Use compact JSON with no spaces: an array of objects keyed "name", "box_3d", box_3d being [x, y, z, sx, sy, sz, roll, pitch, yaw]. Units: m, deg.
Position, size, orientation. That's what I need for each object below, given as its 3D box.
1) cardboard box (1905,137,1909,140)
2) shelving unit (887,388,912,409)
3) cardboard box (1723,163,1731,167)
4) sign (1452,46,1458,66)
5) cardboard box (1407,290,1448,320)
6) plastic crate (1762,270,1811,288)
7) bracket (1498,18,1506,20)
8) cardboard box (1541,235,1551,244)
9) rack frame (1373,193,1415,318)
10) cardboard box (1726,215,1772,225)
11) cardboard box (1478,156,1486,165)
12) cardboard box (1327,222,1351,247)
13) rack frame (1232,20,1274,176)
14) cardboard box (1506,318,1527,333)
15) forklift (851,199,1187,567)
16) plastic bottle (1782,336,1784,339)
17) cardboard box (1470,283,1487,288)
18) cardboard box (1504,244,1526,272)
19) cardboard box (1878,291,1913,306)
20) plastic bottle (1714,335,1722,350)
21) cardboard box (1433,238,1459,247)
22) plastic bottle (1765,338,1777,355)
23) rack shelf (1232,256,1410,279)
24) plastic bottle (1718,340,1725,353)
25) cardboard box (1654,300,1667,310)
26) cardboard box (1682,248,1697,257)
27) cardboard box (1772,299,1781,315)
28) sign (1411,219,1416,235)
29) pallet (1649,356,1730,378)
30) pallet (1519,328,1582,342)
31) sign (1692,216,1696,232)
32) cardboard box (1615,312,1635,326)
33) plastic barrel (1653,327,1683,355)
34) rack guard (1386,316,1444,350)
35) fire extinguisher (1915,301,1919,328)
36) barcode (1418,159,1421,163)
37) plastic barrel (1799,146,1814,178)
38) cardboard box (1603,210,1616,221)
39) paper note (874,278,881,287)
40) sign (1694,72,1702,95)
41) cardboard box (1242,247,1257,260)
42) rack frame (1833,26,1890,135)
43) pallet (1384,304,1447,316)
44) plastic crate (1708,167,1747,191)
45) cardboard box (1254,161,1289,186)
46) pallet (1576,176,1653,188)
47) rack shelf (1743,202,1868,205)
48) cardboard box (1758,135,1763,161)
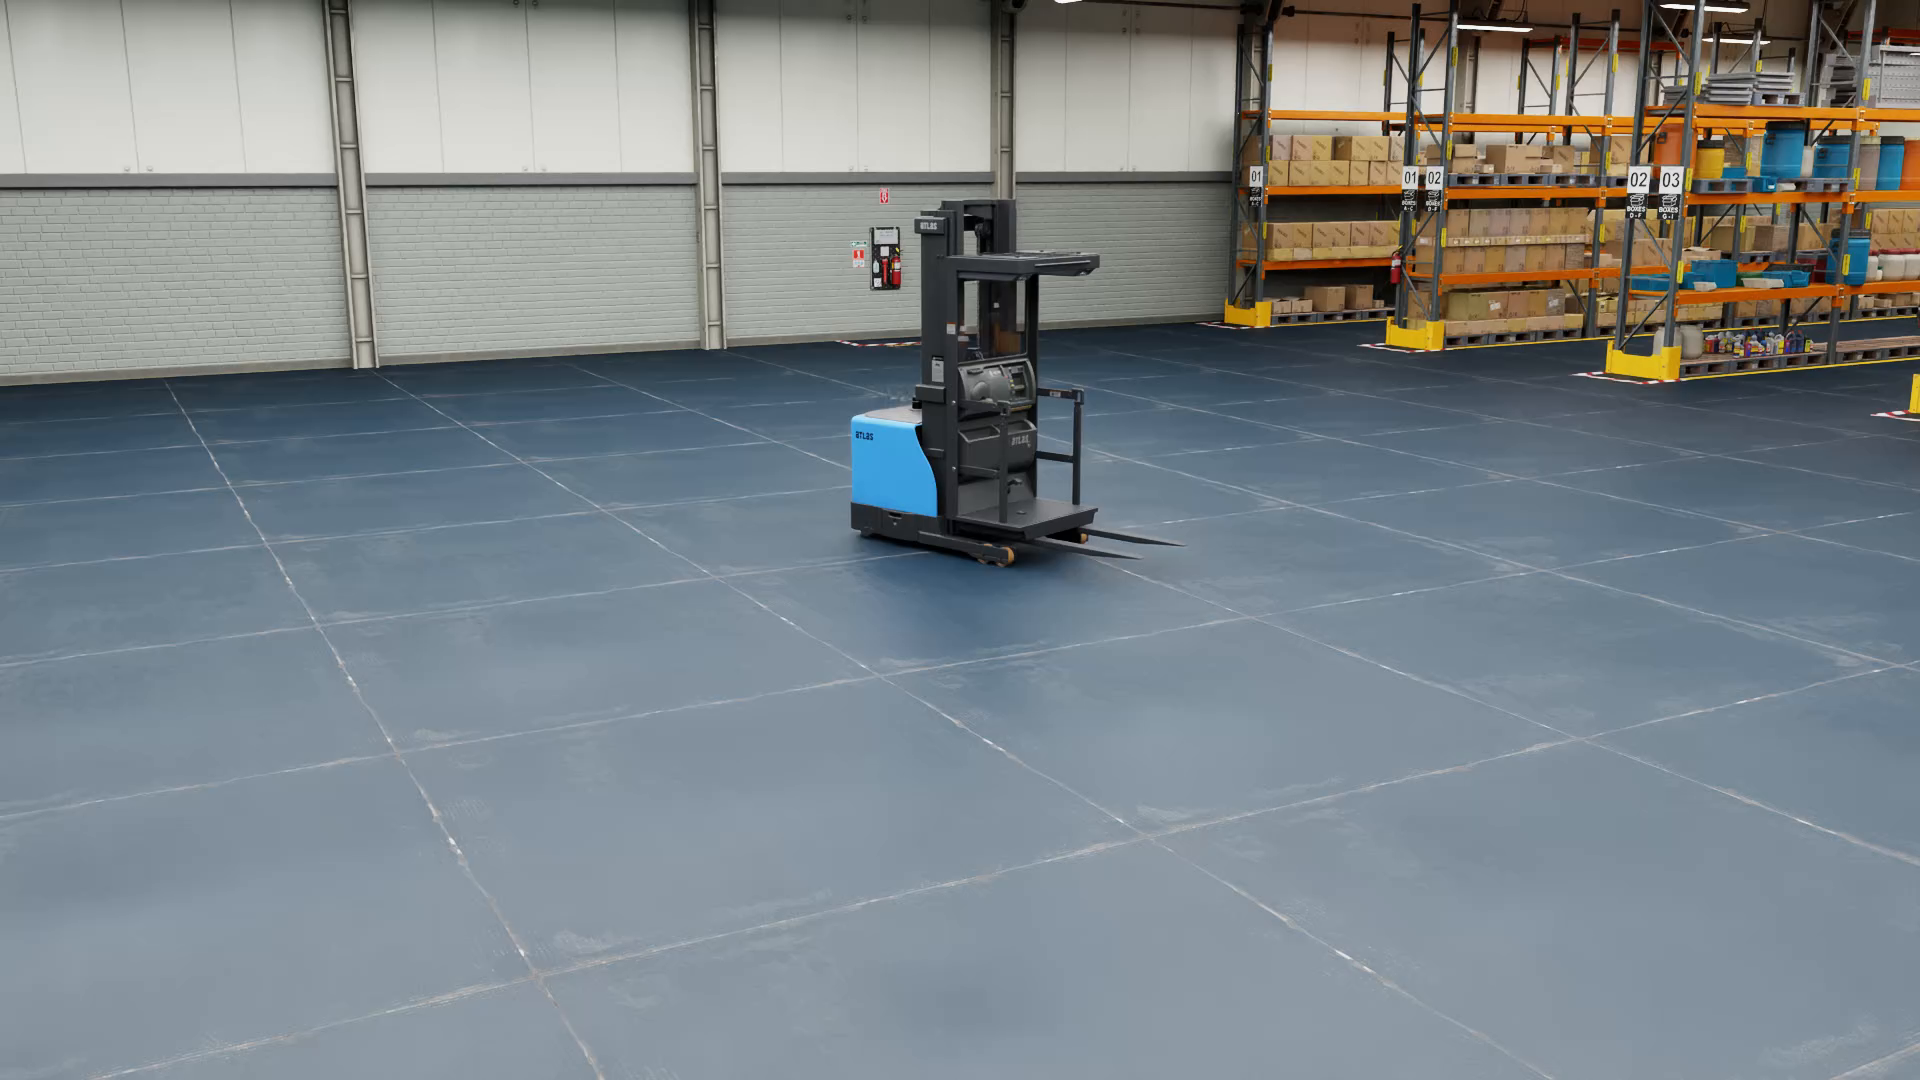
[{"name":"cardboard box","box_3d":[19.718,-8.327,35.443,0.500,0.500,0.700,-7,14,-28]},{"name":"shelving unit","box_3d":[-0.515,-0.798,15.422,0.258,1.200,0.189,-9,15,-34]},{"name":"cardboard box","box_3d":[14.920,-7.359,33.031,0.500,0.250,0.500,-8,15,-32]},{"name":"sign","box_3d":[8.530,-8.333,28.654,0.005,0.325,0.100,-7,14,-28]},{"name":"cardboard box","box_3d":[8.598,-4.324,30.590,0.500,0.500,0.500,-7,14,-28]},{"name":"plastic crate","box_3d":[13.309,-4.206,26.804,0.616,0.251,0.499,-7,14,-28]},{"name":"bracket","box_3d":[11.894,-11.465,36.860,0.430,0.232,0.235,-7,14,-28]},{"name":"cardboard box","box_3d":[10.751,-5.591,30.914,0.250,0.149,0.380,-7,14,-28]},{"name":"rack frame","box_3d":[9.404,-6.356,36.021,0.127,3.000,1.000,-7,14,-28]},{"name":"cardboard box","box_3d":[19.494,-7.709,41.350,0.700,0.700,0.980,-6,14,-25]},{"name":"cardboard box","box_3d":[9.642,-6.905,30.554,0.500,0.311,0.500,-5,14,-21]},{"name":"cardboard box","box_3d":[7.798,-6.390,34.759,0.500,0.500,0.500,-6,14,-26]},{"name":"rack frame","box_3d":[5.893,-8.862,33.492,0.127,3.000,1.000,-7,14,-28]},{"name":"cardboard box","box_3d":[10.164,-4.016,30.927,0.500,0.250,0.500,-7,14,-28]},{"name":"forklift","box_3d":[0.476,-1.339,13.886,3.031,2.935,1.130,11,17,40]},{"name":"plastic bottle","box_3d":[13.462,-3.215,27.266,0.135,0.276,0.152,-7,14,-28]},{"name":"cardboard box","box_3d":[11.377,-5.597,37.338,0.500,0.500,0.700,-7,14,-28]},{"name":"cardboard box","box_3d":[10.043,-5.240,30.833,0.500,0.500,0.700,-6,14,-26]},{"name":"cardboard box","box_3d":[20.449,-5.439,36.629,0.637,0.503,0.797,-7,14,-28]},{"name":"plastic bottle","box_3d":[12.398,-3.226,27.311,0.135,0.276,0.152,-7,15,-29]},{"name":"cardboard box","box_3d":[8.717,-5.346,29.828,0.250,0.149,0.380,-7,14,-28]},{"name":"plastic bottle","box_3d":[13.127,-3.139,26.927,0.135,0.276,0.152,-7,14,-27]},{"name":"rack shelf","box_3d":[7.648,-5.795,35.165,4.000,0.370,1.077,-7,14,-28]},{"name":"plastic bottle","box_3d":[12.474,-3.167,27.221,0.097,0.201,0.097,0,13,0]},{"name":"cardboard box","box_3d":[13.611,-4.696,32.674,0.500,0.311,0.500,-6,14,-26]},{"name":"cardboard box","box_3d":[14.414,-5.723,33.408,0.500,0.311,0.500,-7,14,-29]},{"name":"cardboard box","box_3d":[16.728,-4.919,34.324,0.500,0.500,0.500,-7,14,-29]},{"name":"sign","box_3d":[9.671,-6.675,35.465,0.005,0.325,0.100,-7,14,-28]},{"name":"pallet","box_3d":[11.400,-2.767,26.425,1.213,0.211,1.003,-7,14,-28]},{"name":"pallet","box_3d":[11.063,-3.966,31.751,1.213,0.211,1.003,-7,14,-28]},{"name":"sign","box_3d":[15.023,-6.453,33.992,0.005,0.325,0.100,-7,14,-28]},{"name":"cardboard box","box_3d":[12.703,-4.314,32.251,0.500,0.250,0.500,-6,14,-26]},{"name":"plastic barrel","box_3d":[11.181,-3.101,26.268,0.421,0.512,0.421,0,13,0]},{"name":"rack guard","box_3d":[8.249,-3.759,30.174,0.348,0.500,1.175,-7,14,-28]},{"name":"fire extinguisher","box_3d":[12.692,-3.111,21.776,0.183,0.674,0.296,-7,14,-28]},{"name":"barcode","box_3d":[8.303,-6.852,30.072,0.075,0.075,0.001,-7,14,-28]},{"name":"plastic barrel","box_3d":[13.679,-6.162,27.116,0.421,0.512,0.421,0,13,0]},{"name":"cardboard box","box_3d":[14.790,-7.510,38.487,0.500,0.250,0.500,-7,15,-29]},{"name":"paper note","box_3d":[-1.549,-4.857,31.365,0.142,0.148,0.016,-7,14,-28]},{"name":"sign","box_3d":[10.900,-6.745,24.559,0.005,0.325,0.100,-7,14,-28]},{"name":"cardboard box","box_3d":[6.210,-5.959,34.550,0.500,0.250,0.500,-7,14,-27]},{"name":"rack frame","box_3d":[18.803,-9.170,34.862,0.127,3.000,1.000,-7,14,-28]},{"name":"pallet","box_3d":[10.086,-5.078,36.692,1.213,0.211,1.003,-7,14,-28]},{"name":"plastic crate","box_3d":[12.169,-5.740,26.489,0.575,0.384,0.392,-7,14,-28]},{"name":"cardboard box","box_3d":[6.306,-7.444,33.751,0.500,0.500,0.500,-6,14,-26]},{"name":"pallet","box_3d":[12.549,-6.867,31.896,1.217,0.209,0.805,-8,15,-30]},{"name":"rack shelf","box_3d":[17.047,-7.146,34.335,4.000,0.370,1.077,-7,14,-28]},{"name":"cardboard box","box_3d":[16.125,-7.921,33.637,0.500,0.500,0.500,-7,14,-28]}]
